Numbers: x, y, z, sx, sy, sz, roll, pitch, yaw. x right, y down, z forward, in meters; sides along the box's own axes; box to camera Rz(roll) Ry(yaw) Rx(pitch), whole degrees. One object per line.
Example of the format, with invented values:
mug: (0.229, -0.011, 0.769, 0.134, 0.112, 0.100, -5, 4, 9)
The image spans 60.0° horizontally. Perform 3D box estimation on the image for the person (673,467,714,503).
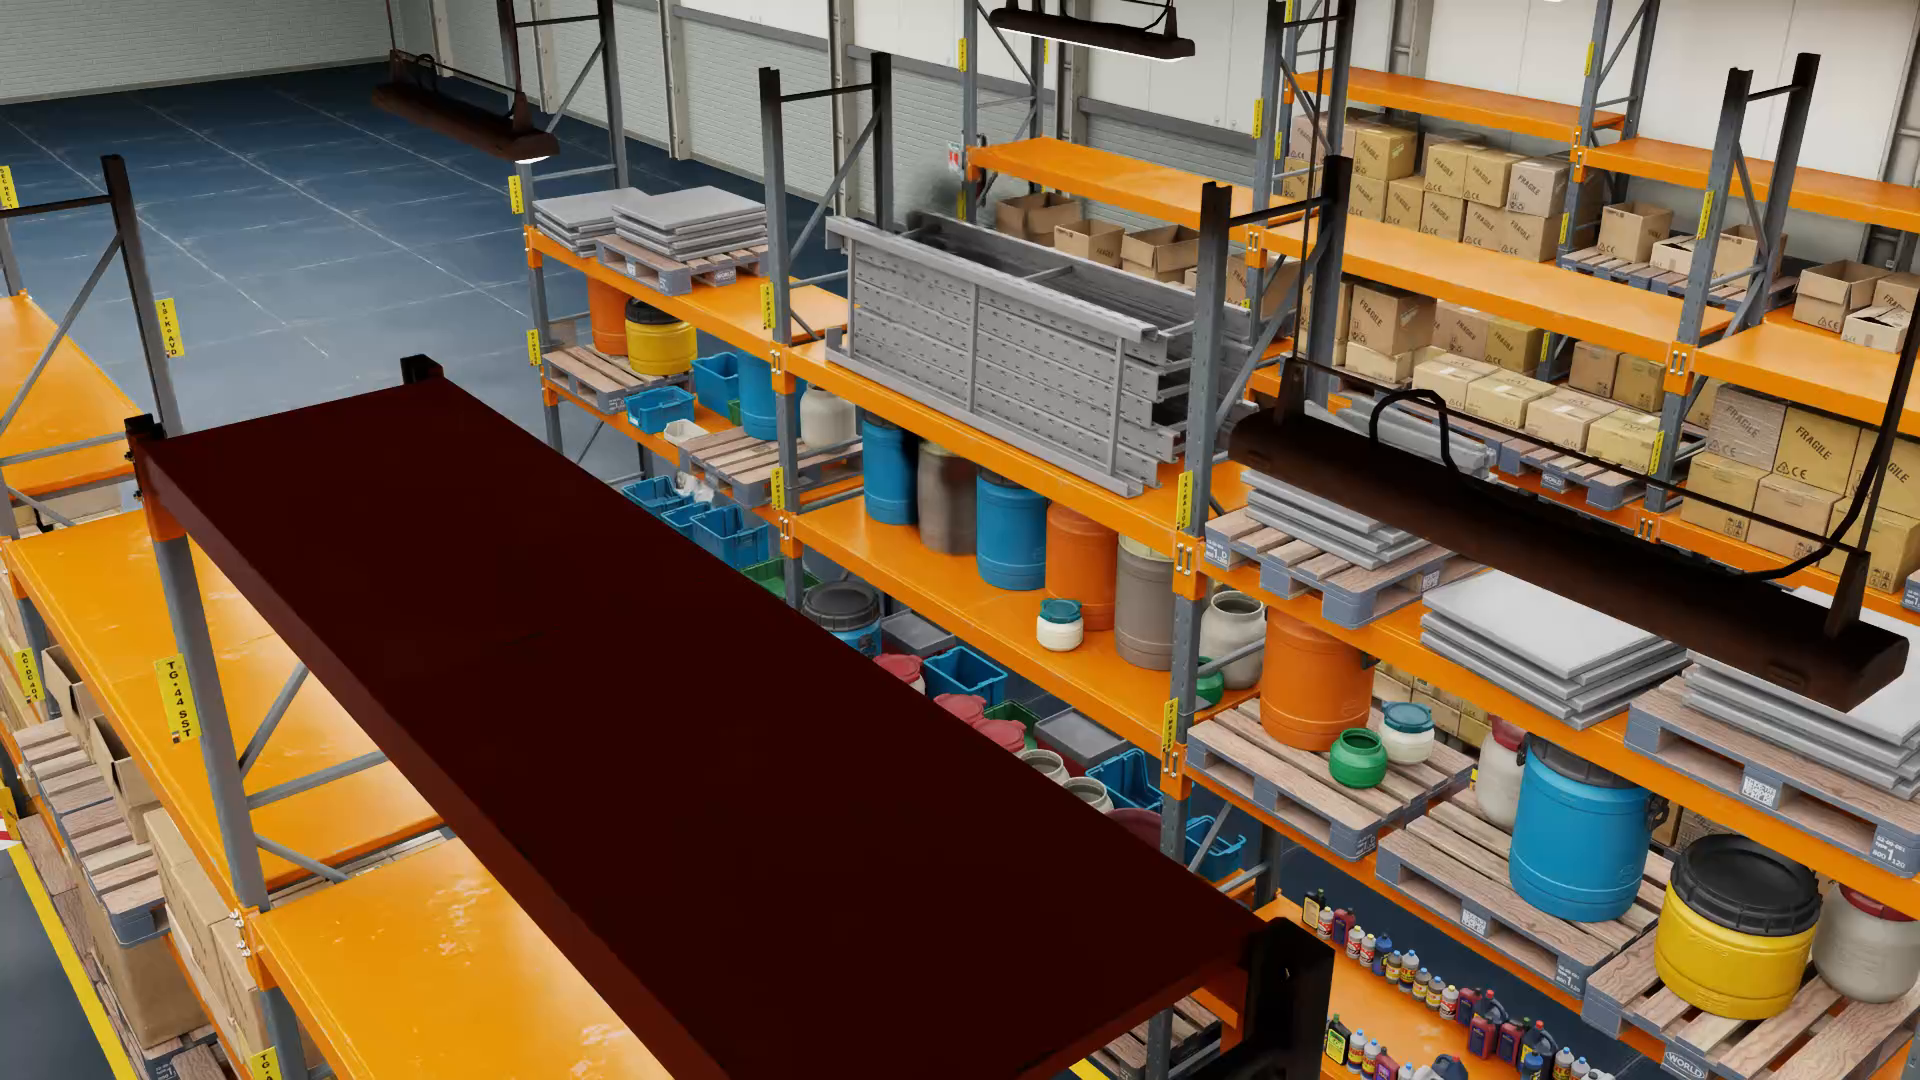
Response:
person: (-2.768, -0.412, 17.215, 0.559, 1.644, 0.604, 4, 26, 8)
